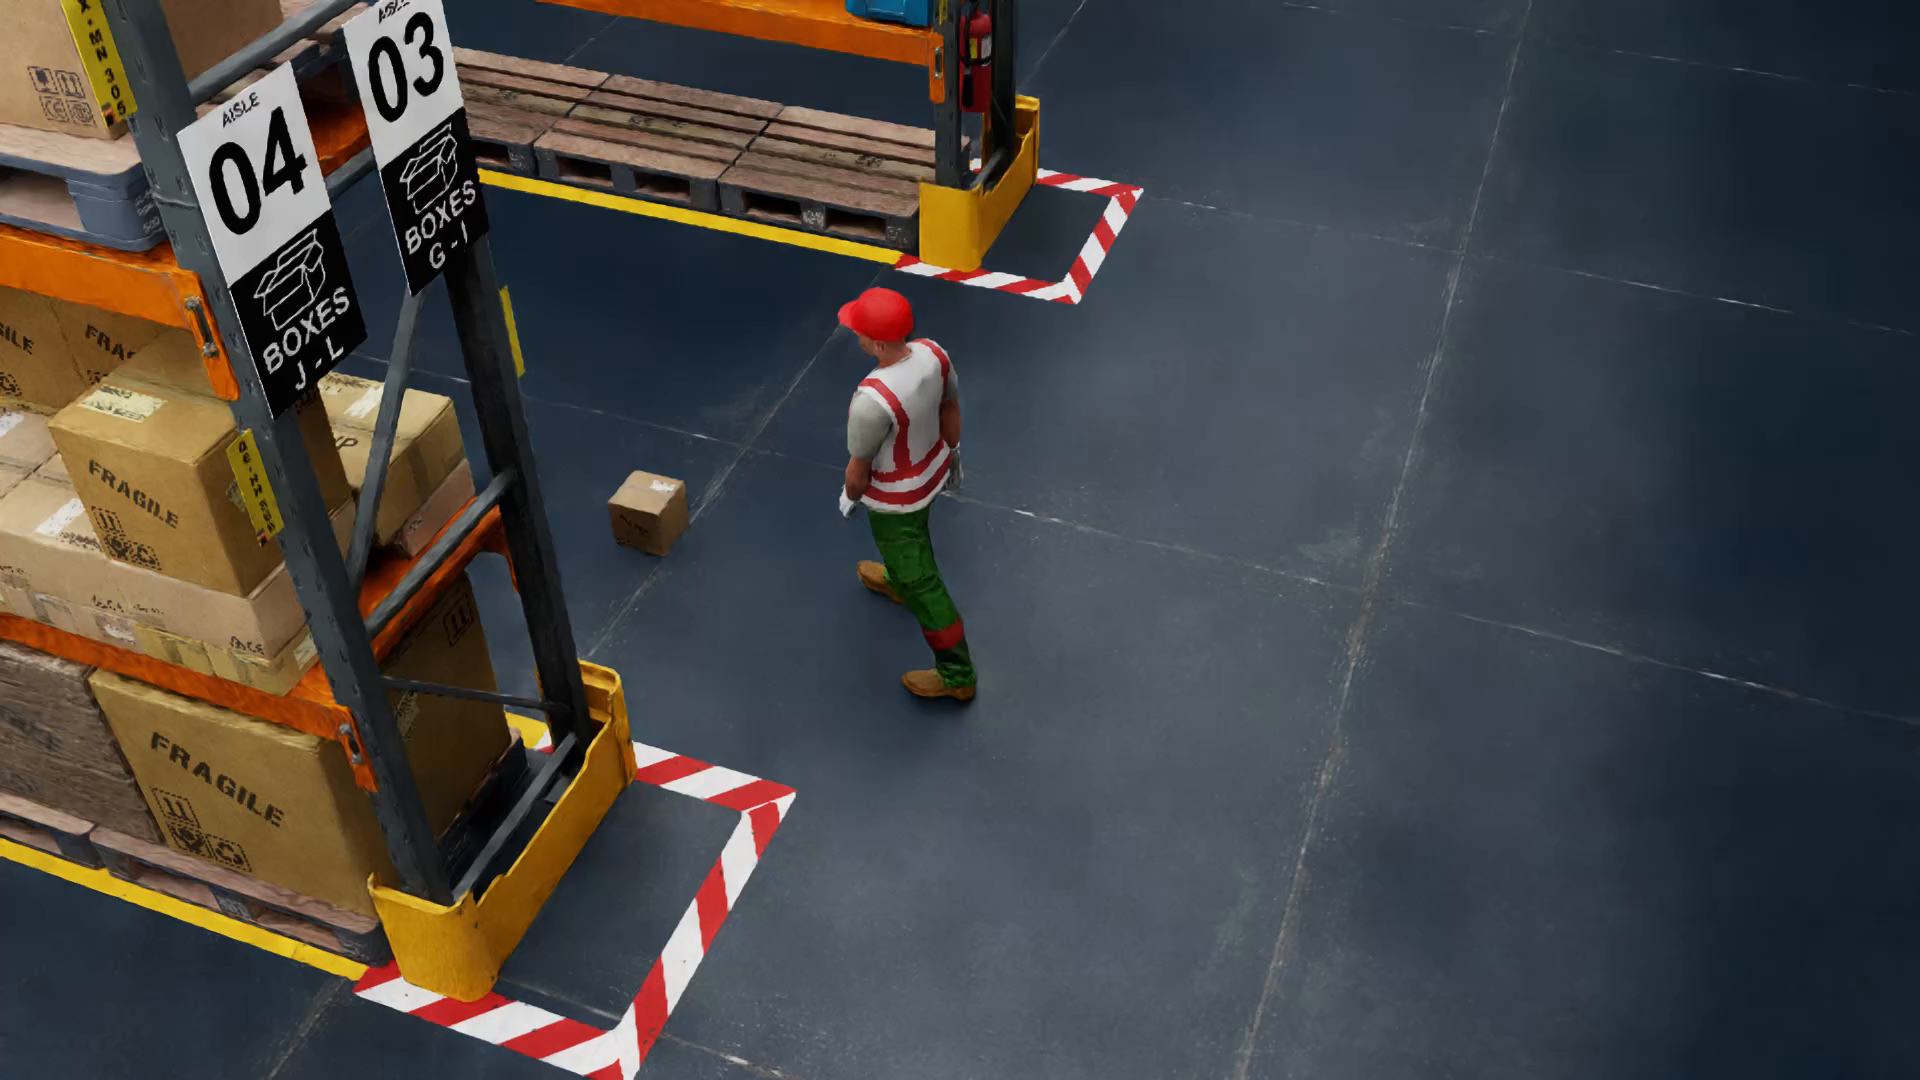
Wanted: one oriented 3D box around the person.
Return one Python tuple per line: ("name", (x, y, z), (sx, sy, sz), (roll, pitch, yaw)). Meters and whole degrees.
("person", (-0.214, -0.232, 6.430), (0.805, 1.754, 0.610), (20, 45, 22))
